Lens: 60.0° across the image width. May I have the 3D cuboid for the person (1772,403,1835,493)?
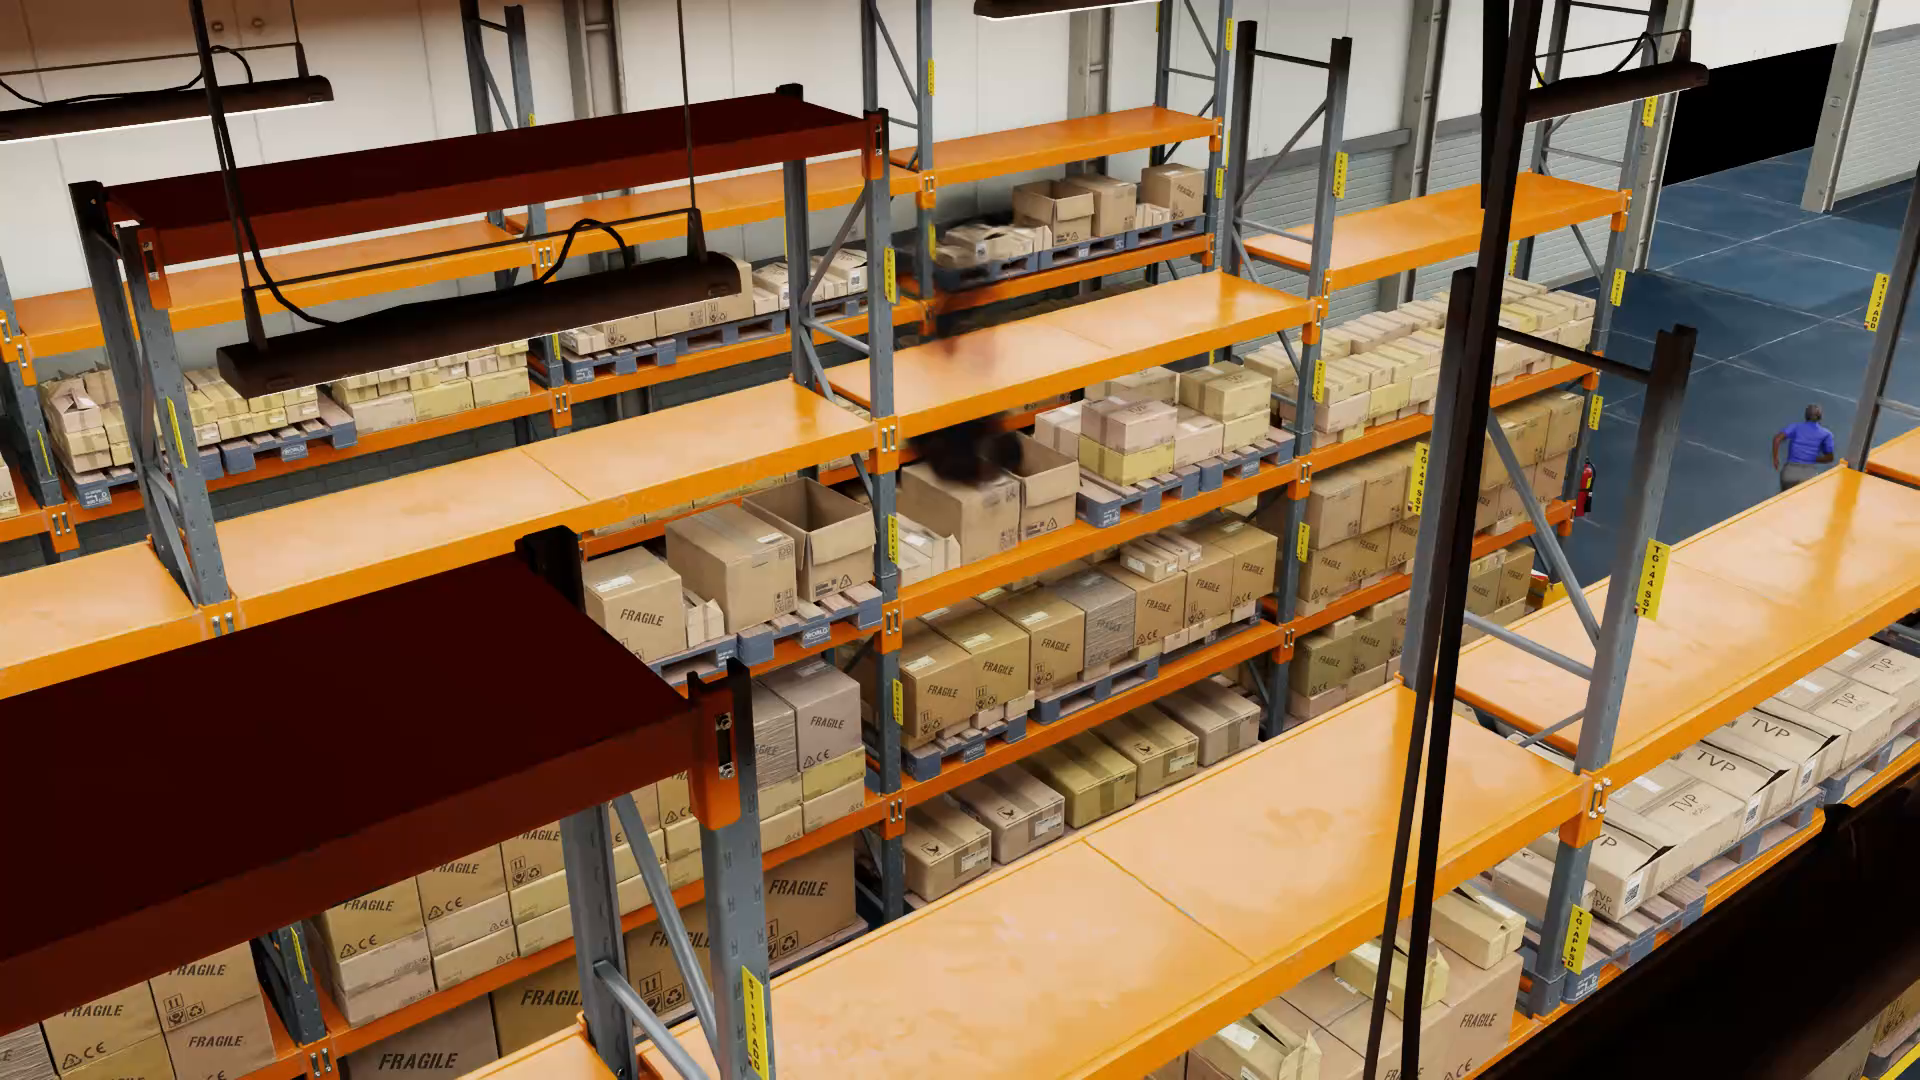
[{"bbox_3d":[8.818,-0.568,17.547,0.616,1.617,0.963,11,28,22],"label":"person"}]
